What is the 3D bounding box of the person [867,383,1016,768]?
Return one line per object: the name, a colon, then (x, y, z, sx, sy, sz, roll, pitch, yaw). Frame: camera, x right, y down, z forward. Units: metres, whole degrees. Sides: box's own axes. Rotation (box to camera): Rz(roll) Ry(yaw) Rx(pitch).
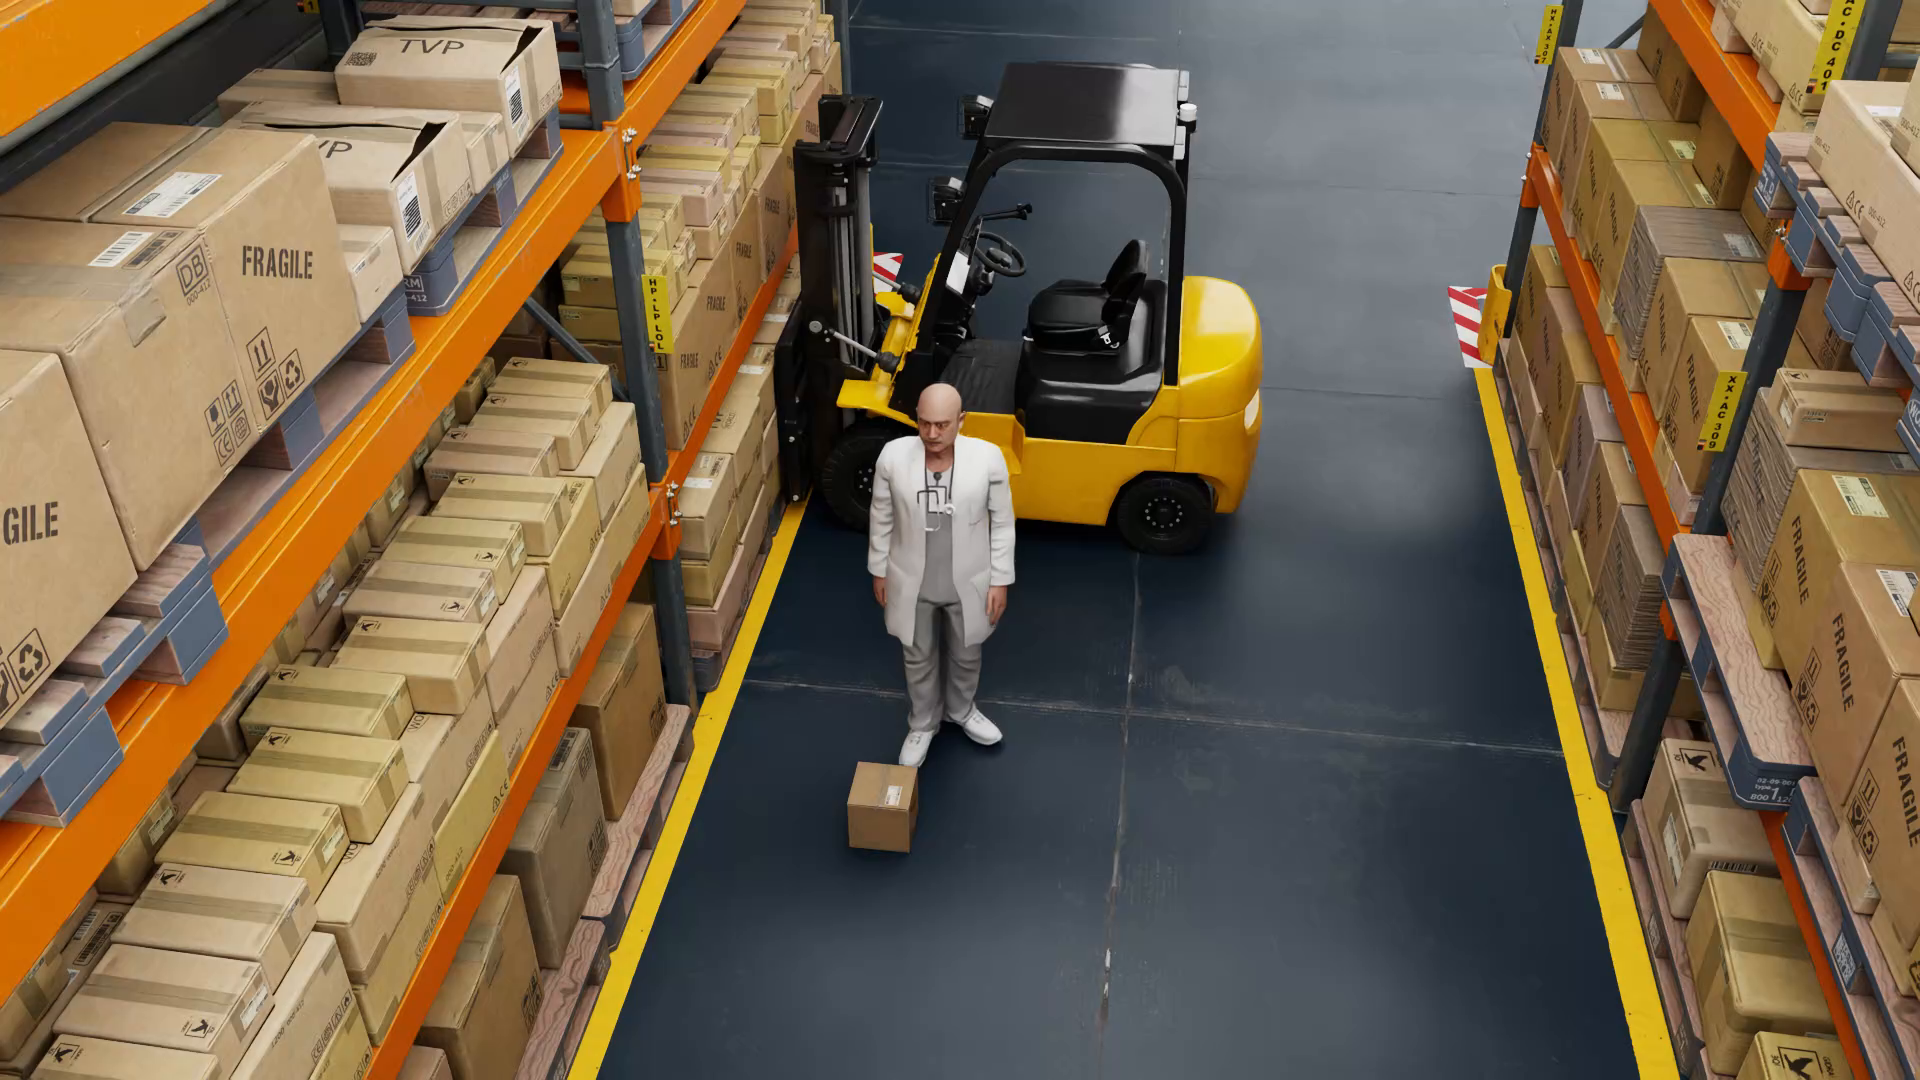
person: (-0.080, 0.160, 6.789, 0.613, 1.778, 0.452, 3, 36, 4)
